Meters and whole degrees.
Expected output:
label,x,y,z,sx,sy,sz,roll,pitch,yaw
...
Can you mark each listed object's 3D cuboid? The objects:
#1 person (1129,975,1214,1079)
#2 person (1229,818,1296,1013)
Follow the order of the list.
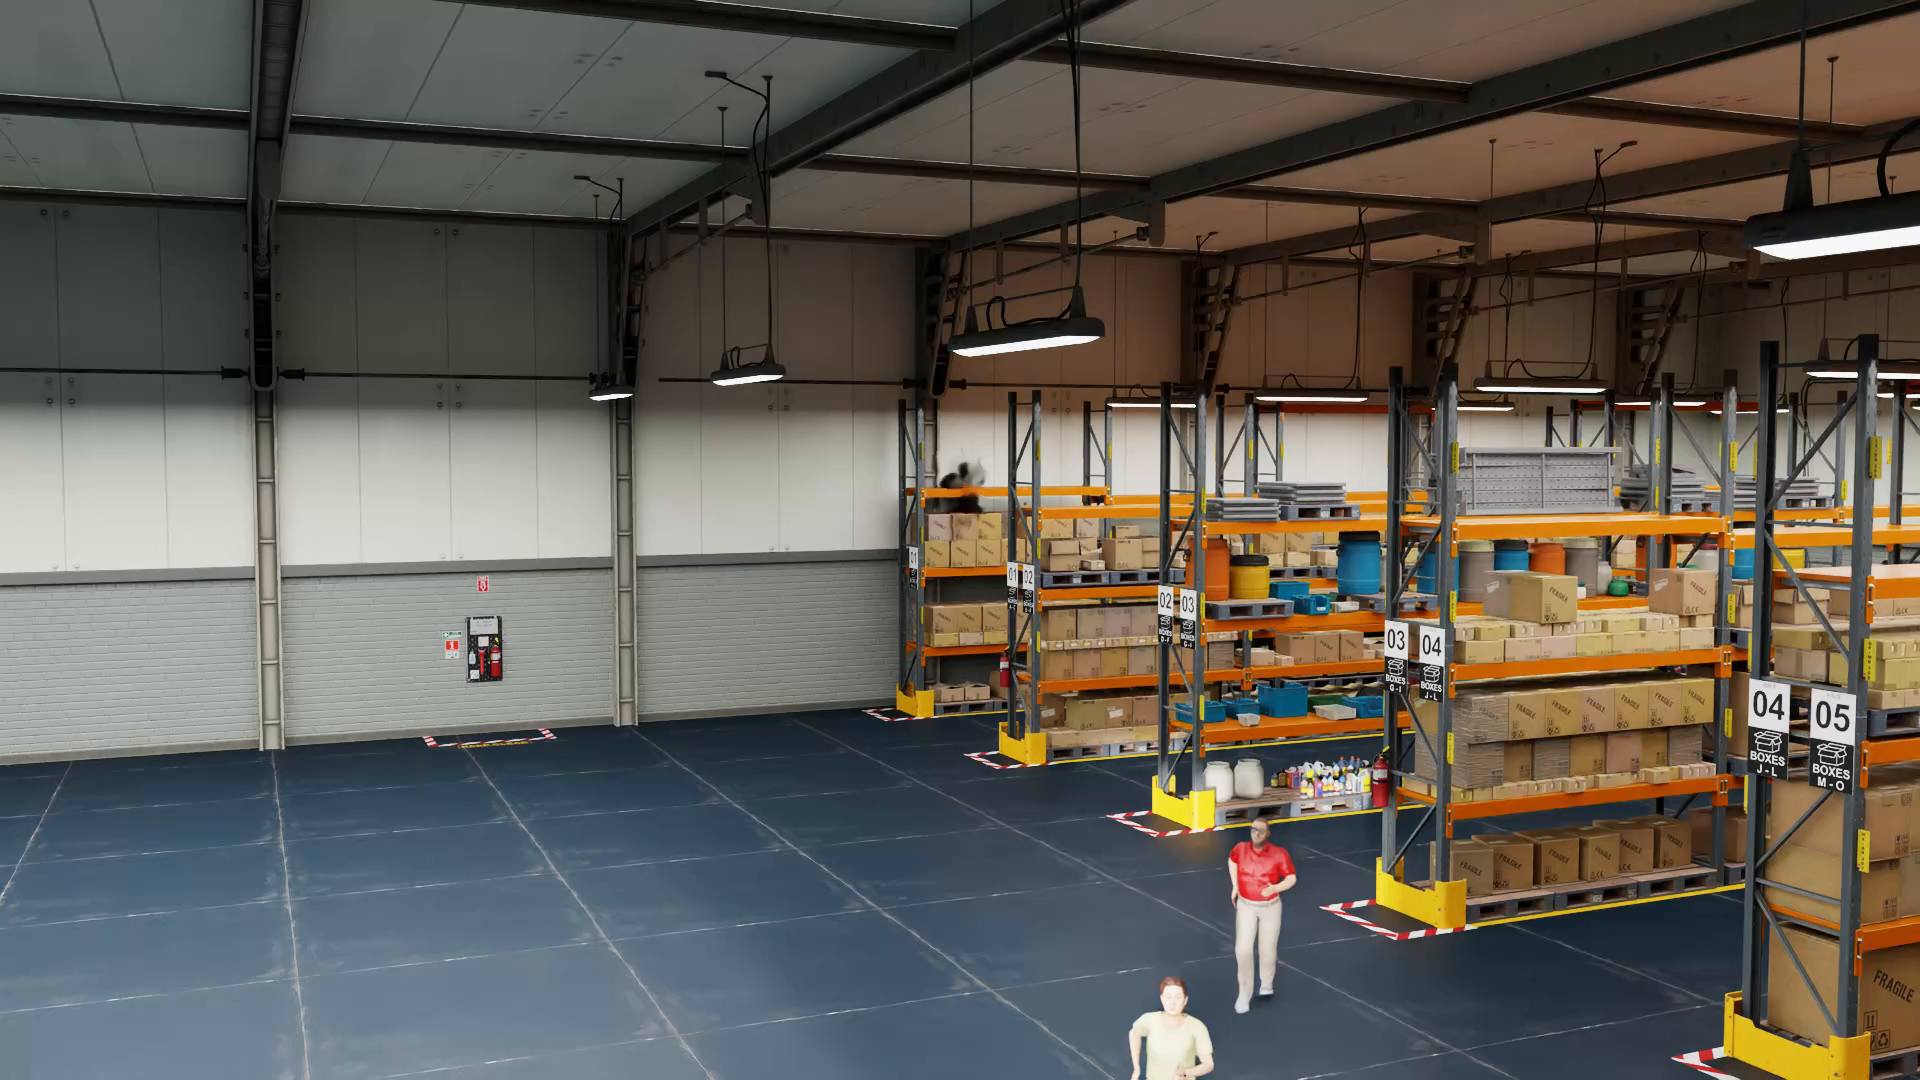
label,x,y,z,sx,sy,sz,roll,pitch,yaw
person,1.377,3.692,10.854,0.543,1.721,0.723,0,3,6
person,2.753,3.435,15.233,0.644,1.793,0.787,1,3,16
